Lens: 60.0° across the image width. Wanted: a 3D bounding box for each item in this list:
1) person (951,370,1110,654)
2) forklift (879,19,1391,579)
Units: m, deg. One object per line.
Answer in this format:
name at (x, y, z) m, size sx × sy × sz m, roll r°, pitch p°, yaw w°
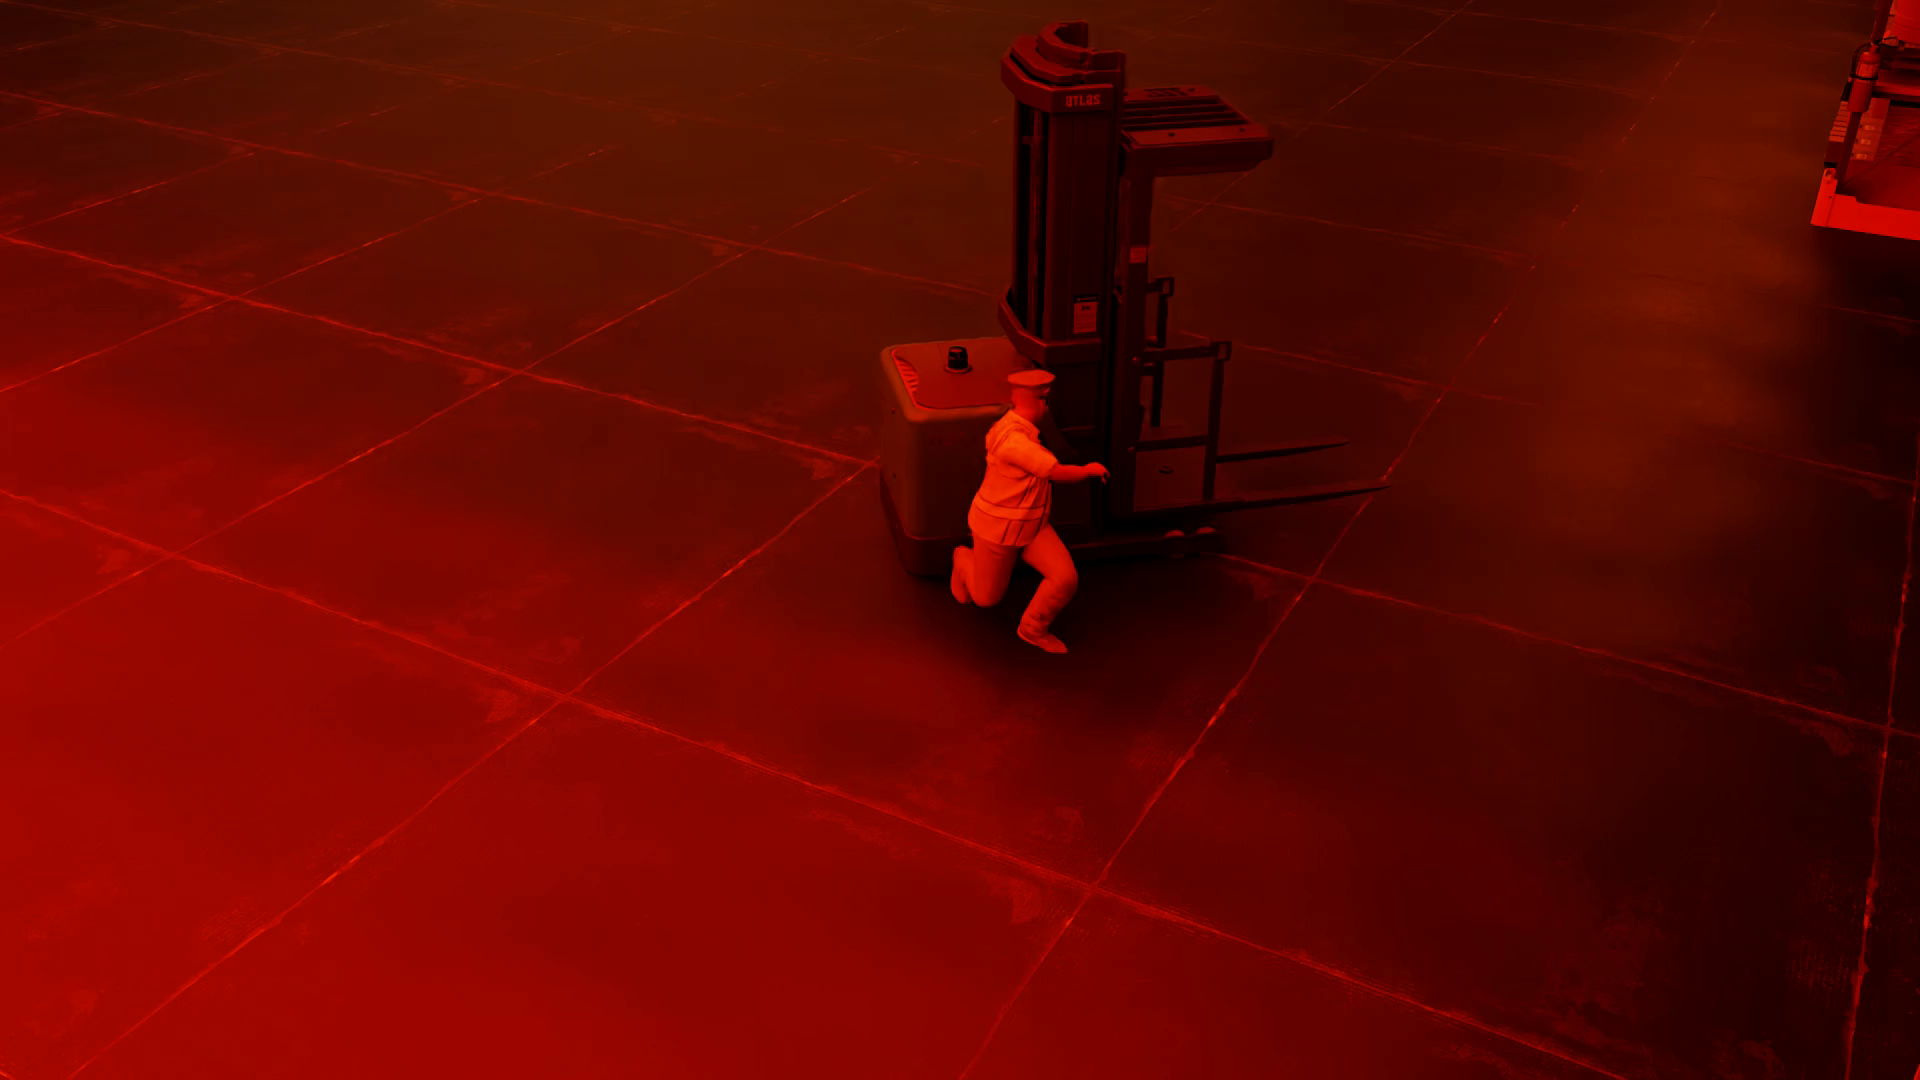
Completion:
person at (0.308, -0.182, 8.894) m, size 0.927 × 1.518 × 0.682 m, roll 23°, pitch 37°, yaw 34°
forklift at (1.079, -1.412, 9.516) m, size 3.031 × 2.935 × 1.130 m, roll -6°, pitch 31°, yaw -11°
